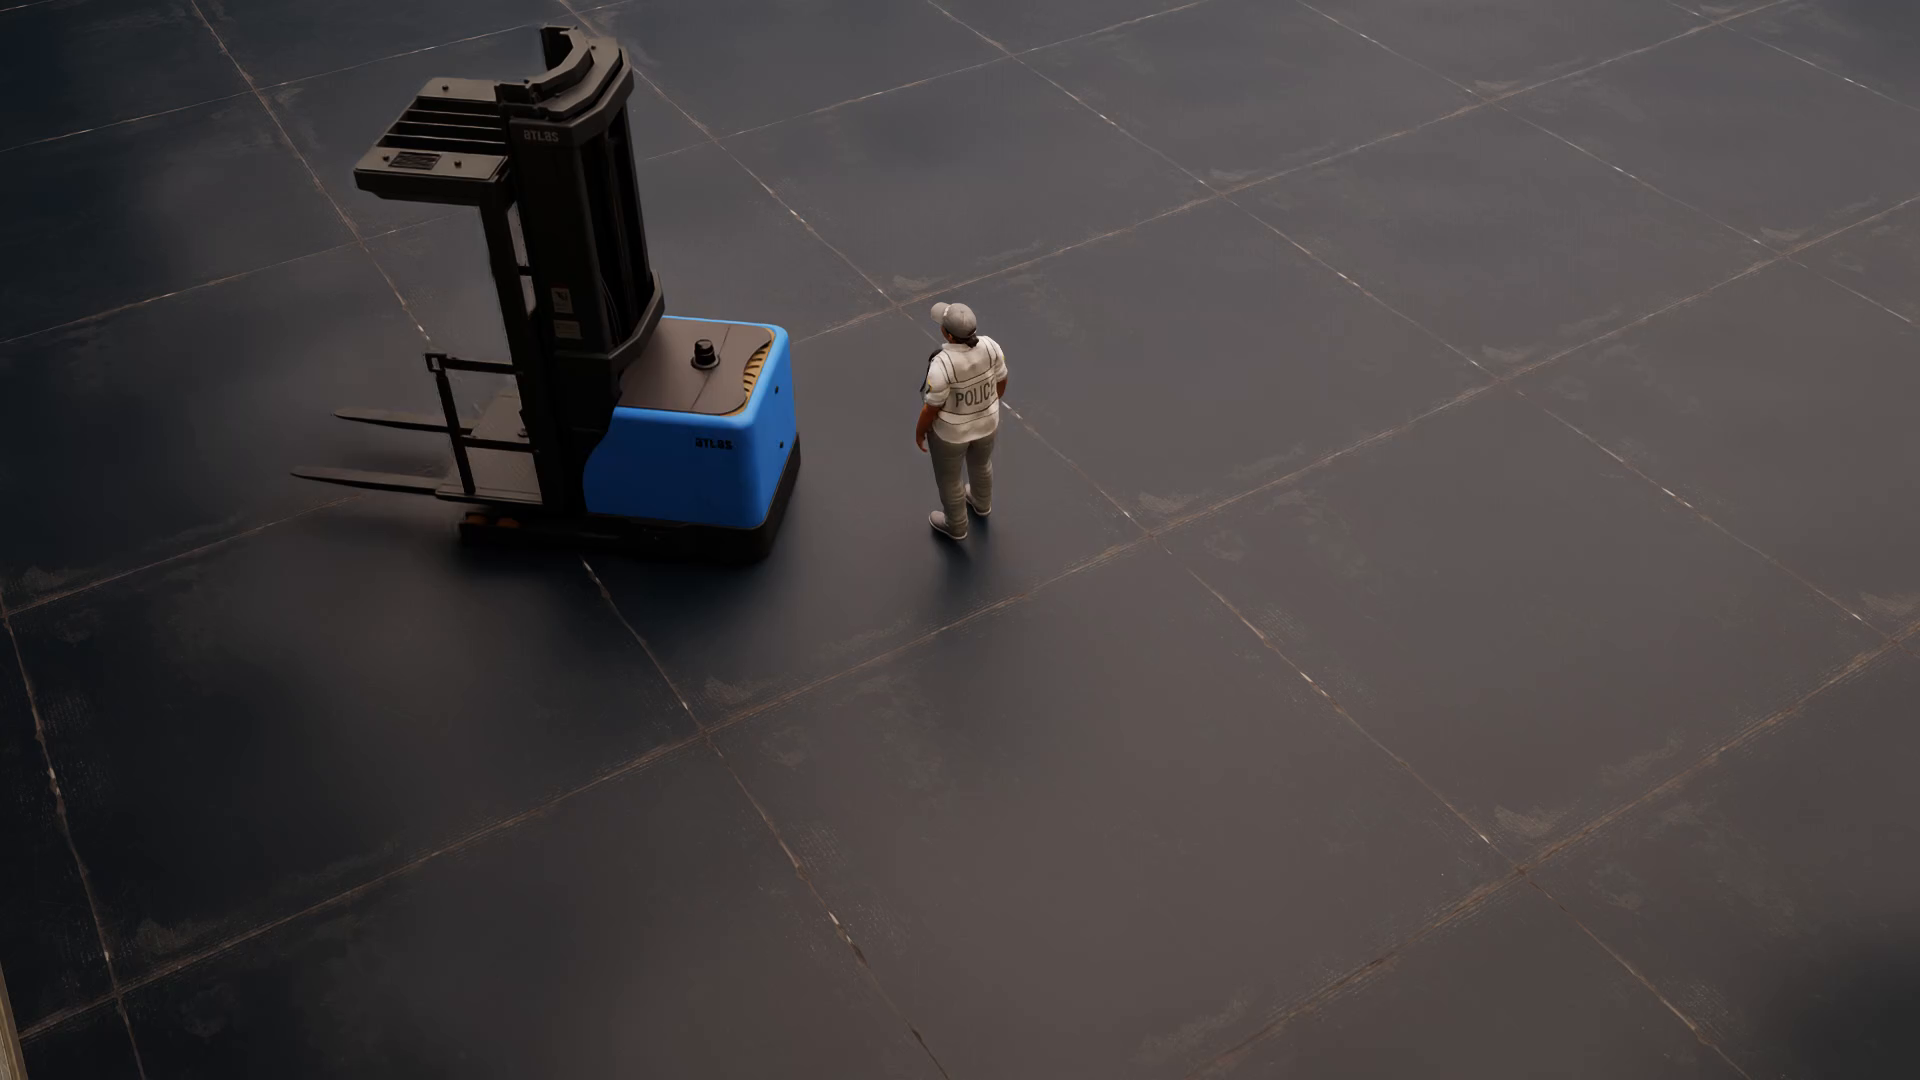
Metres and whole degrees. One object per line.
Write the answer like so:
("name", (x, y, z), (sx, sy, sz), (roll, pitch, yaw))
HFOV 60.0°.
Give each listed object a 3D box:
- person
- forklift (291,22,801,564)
("person", (-0.022, -0.714, 9.576), (0.599, 1.669, 0.529), (-23, 46, -24))
("forklift", (-2.571, -1.412, 9.487), (3.031, 2.935, 1.130), (6, 41, 7))
